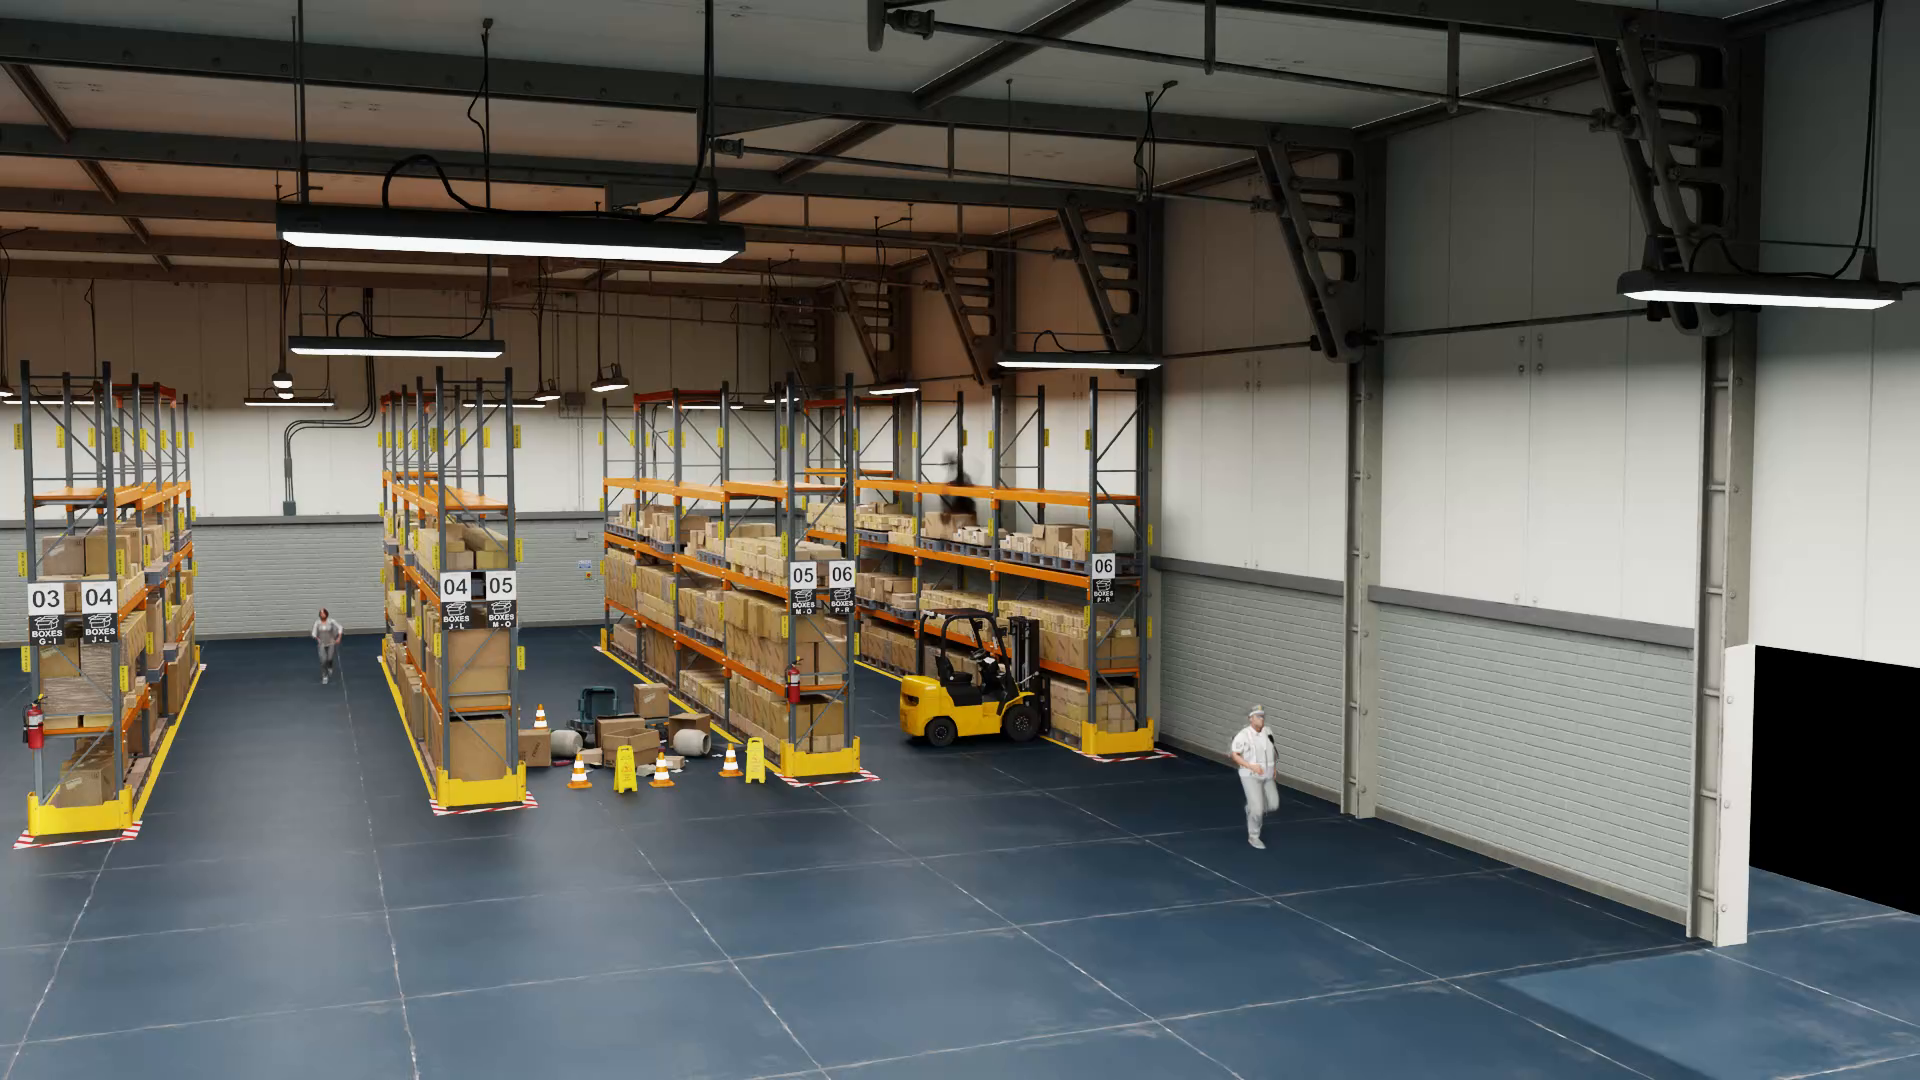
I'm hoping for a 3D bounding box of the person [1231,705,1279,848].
[{"bbox_3d":[3.667,2.903,20.579,0.697,1.752,0.620,-2,4,-29],"label":"person"}]

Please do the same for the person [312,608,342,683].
[{"bbox_3d":[-12.999,2.176,34.130,0.568,1.557,0.644,-1,4,-13],"label":"person"}]
